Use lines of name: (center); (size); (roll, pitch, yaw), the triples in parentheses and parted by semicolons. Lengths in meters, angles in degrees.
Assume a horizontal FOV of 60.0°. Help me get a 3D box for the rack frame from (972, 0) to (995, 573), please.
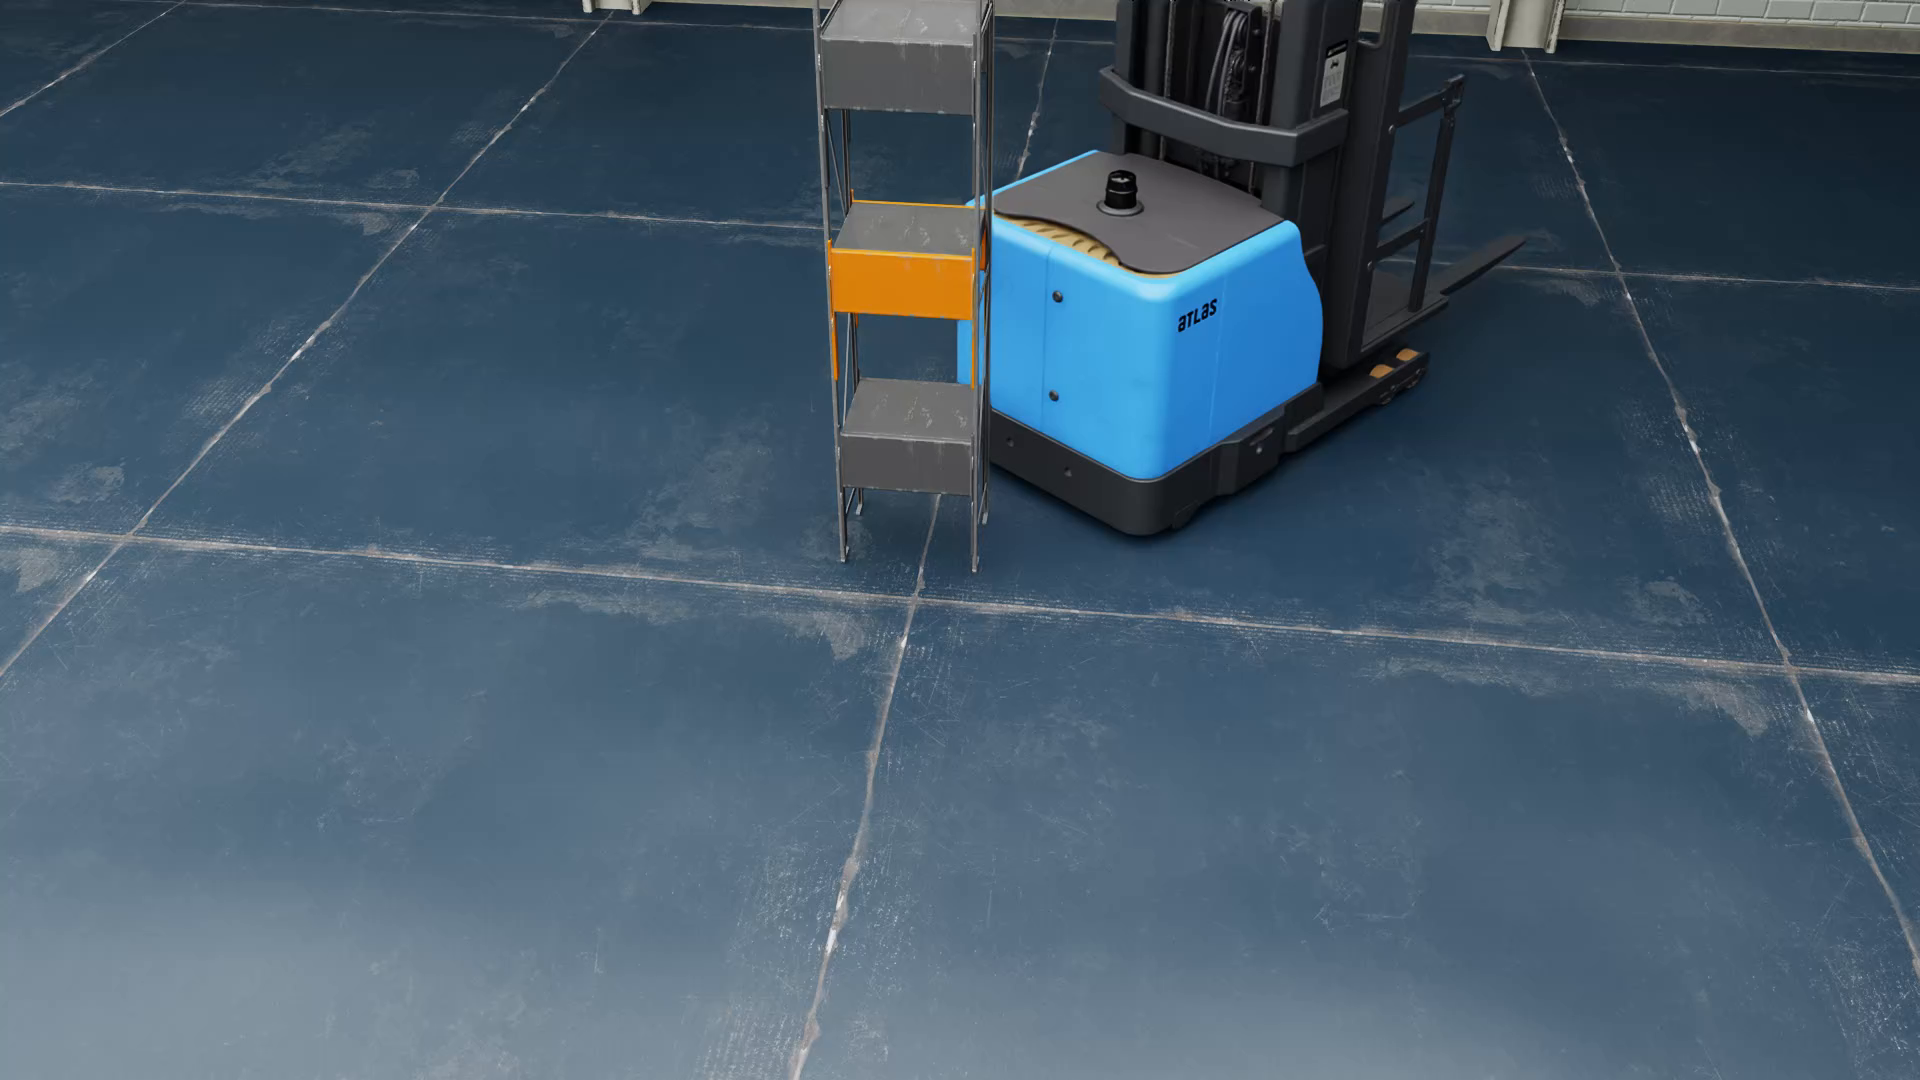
rack frame: (0.078, -0.849, 5.632); (0.015, 2.100, 0.400); (4, 36, 6)

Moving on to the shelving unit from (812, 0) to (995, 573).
shelving unit: (-0.164, -0.867, 5.657); (0.503, 2.100, 0.431); (4, 36, 6)

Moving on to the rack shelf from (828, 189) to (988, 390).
rack shelf: (-0.164, -0.856, 5.665); (0.480, 0.518, 0.431); (4, 36, 6)

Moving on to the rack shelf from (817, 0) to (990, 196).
rack shelf: (-0.164, -1.426, 5.258); (0.480, 0.518, 0.431); (4, 36, 6)

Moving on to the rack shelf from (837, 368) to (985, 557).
rack shelf: (-0.164, -0.286, 6.072); (0.480, 0.518, 0.431); (4, 36, 6)

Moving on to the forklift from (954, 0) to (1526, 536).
forklift: (1.373, -1.961, 6.474); (3.031, 2.935, 1.130); (-30, 45, -35)

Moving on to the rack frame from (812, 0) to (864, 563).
rack frame: (-0.406, -0.885, 5.683); (0.015, 2.100, 0.400); (4, 36, 6)

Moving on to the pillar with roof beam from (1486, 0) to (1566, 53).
pillar with roof beam: (3.069, -4.389, 4.653); (0.400, 9.000, 9.100); (4, 36, 6)
